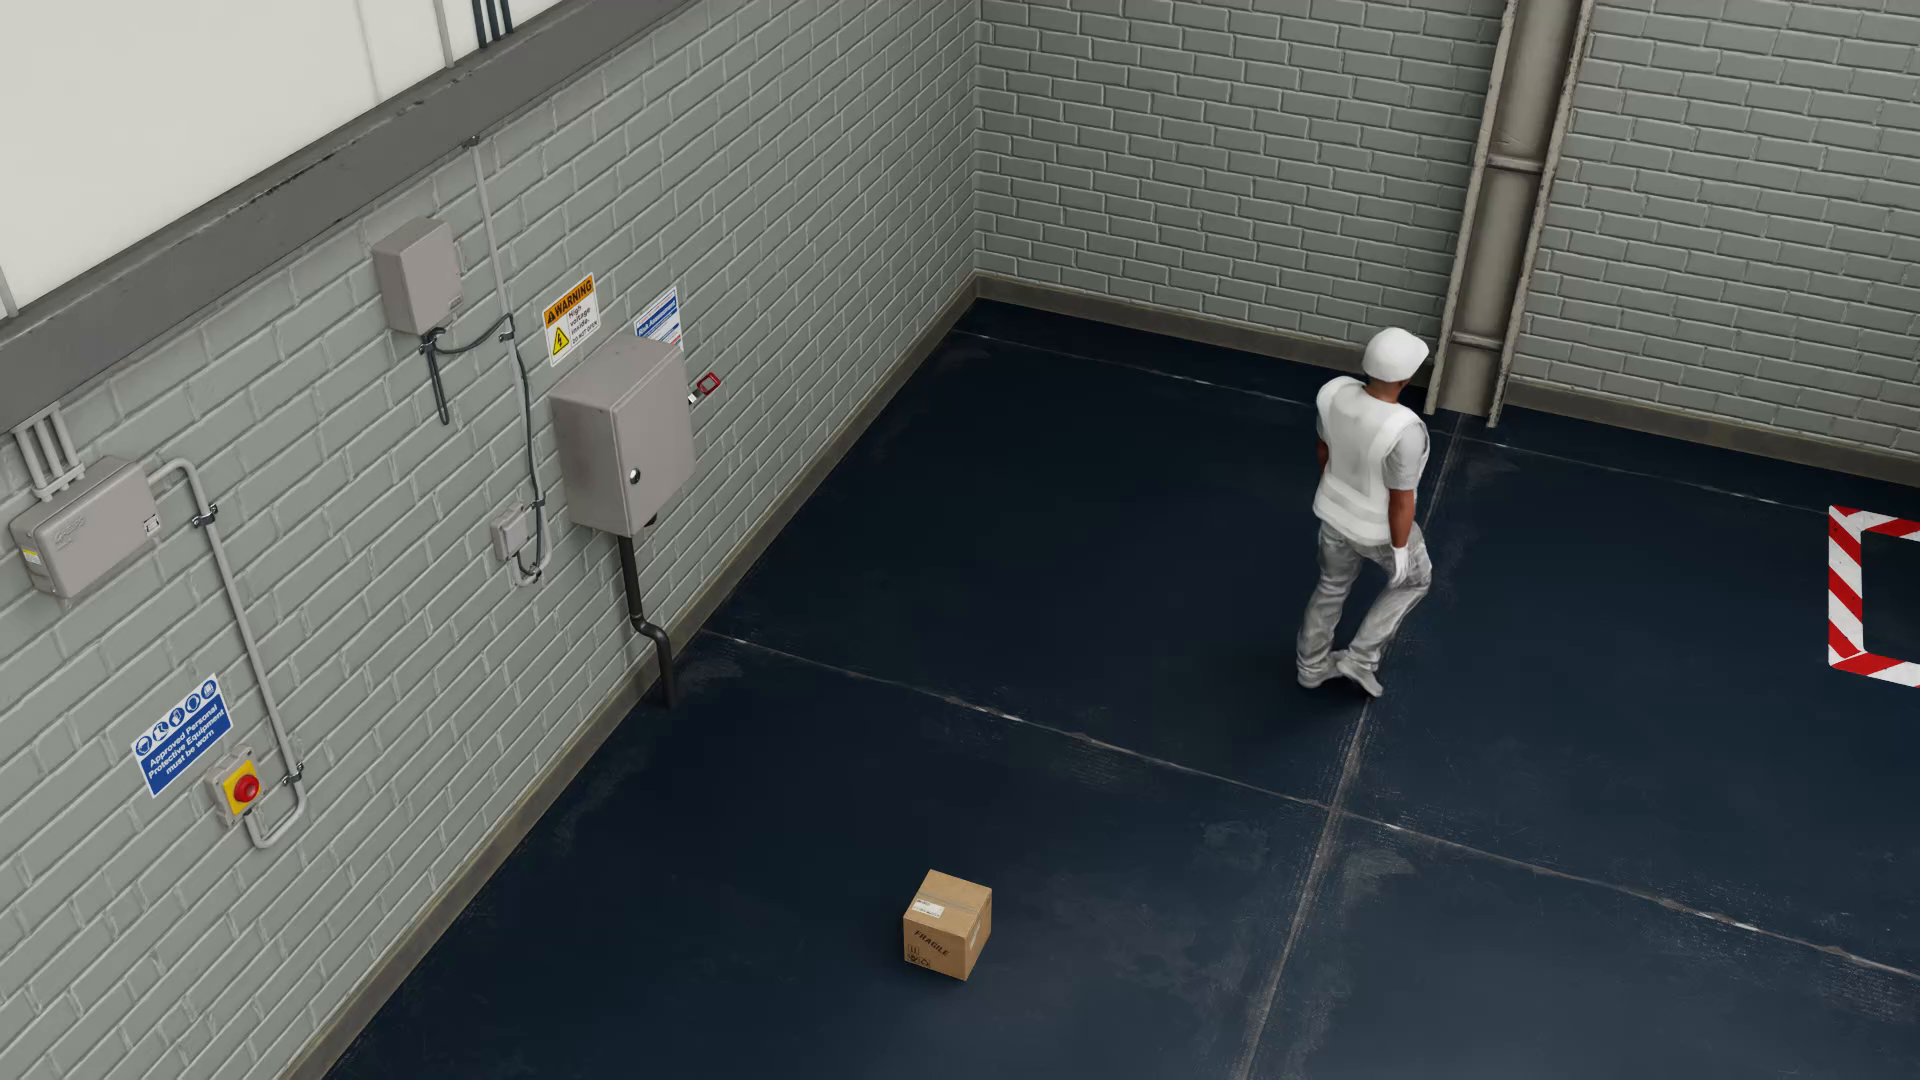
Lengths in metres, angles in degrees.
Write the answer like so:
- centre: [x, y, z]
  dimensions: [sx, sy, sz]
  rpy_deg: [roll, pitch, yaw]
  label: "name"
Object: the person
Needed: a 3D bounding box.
- centre: [1.717, -0.105, 6.921]
  dimensions: [0.455, 1.808, 0.592]
  rpy_deg: [-24, 43, -28]
  label: "person"
